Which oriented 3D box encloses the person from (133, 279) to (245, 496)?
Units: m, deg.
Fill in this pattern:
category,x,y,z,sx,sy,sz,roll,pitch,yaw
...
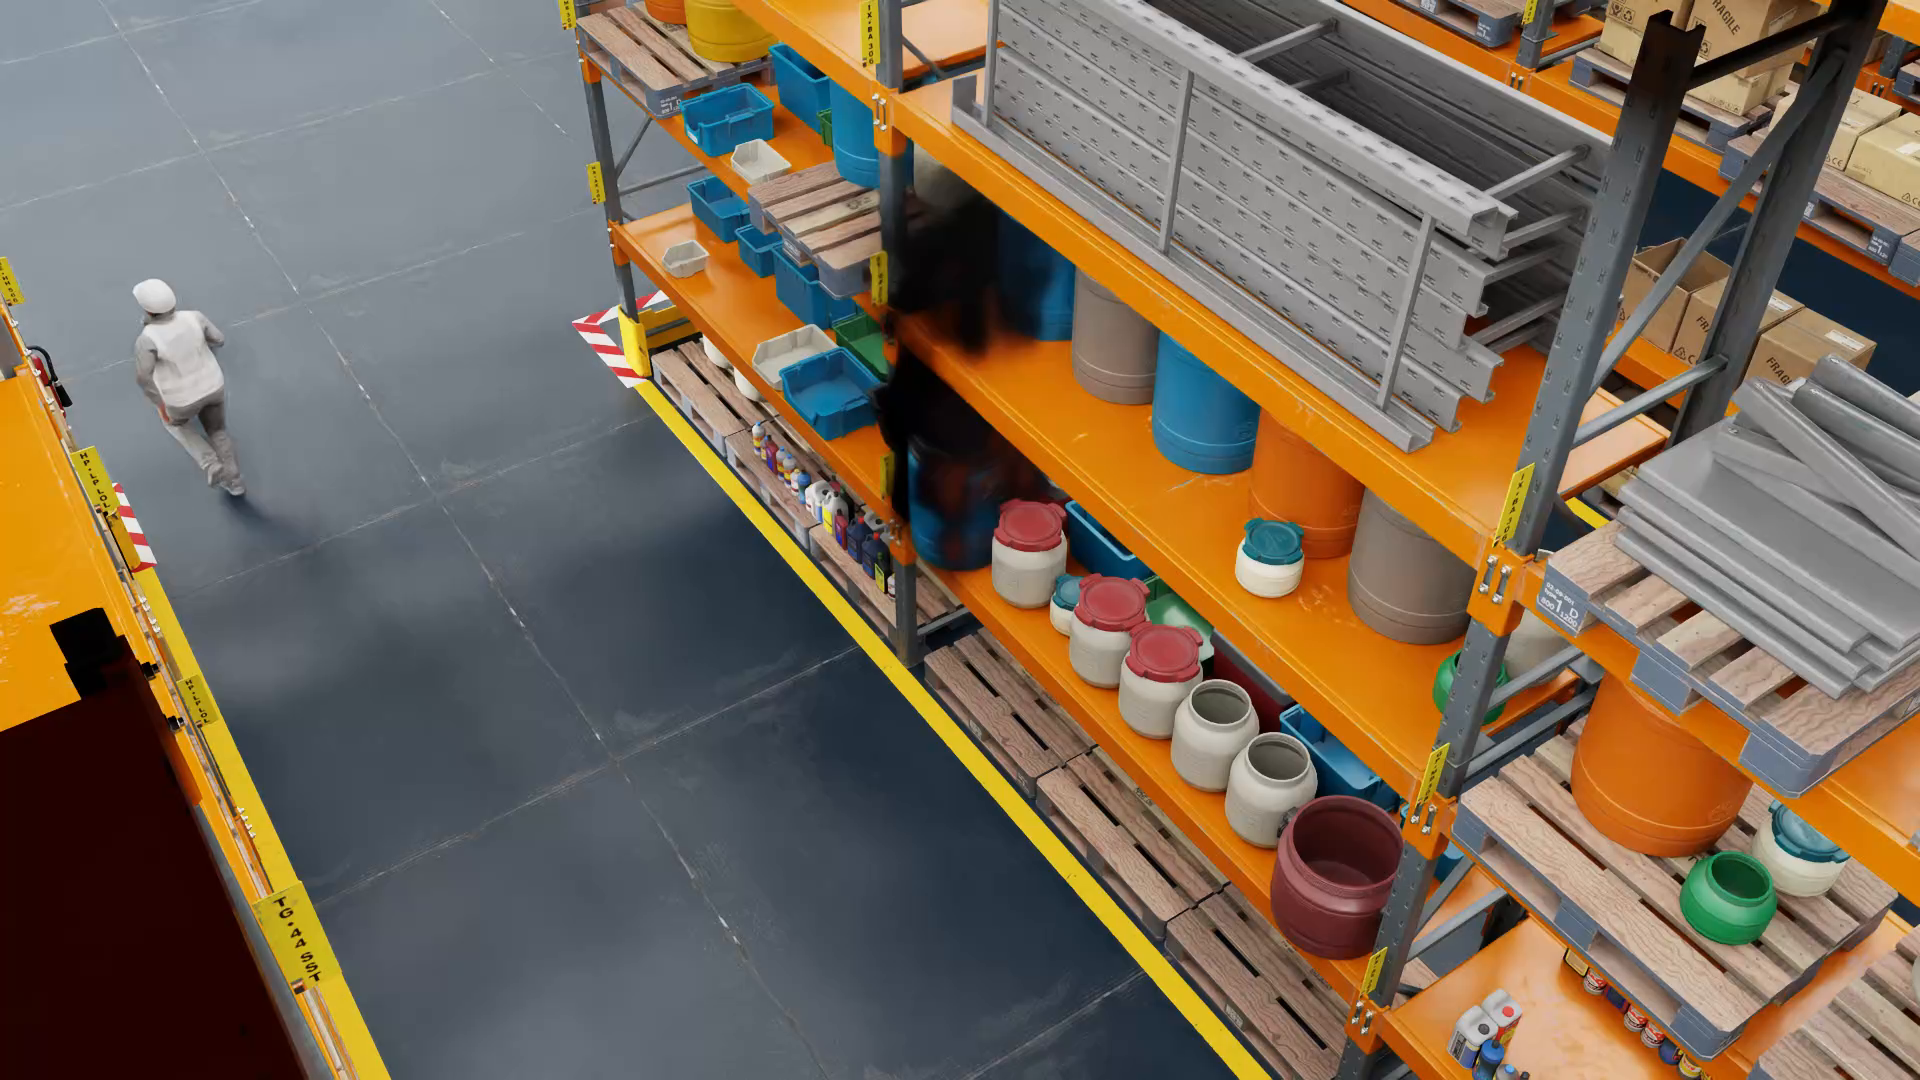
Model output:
category,x,y,z,sx,sy,sz,roll,pitch,yaw
person,-5.441,-1.087,11.678,0.622,1.742,0.697,32,51,30
